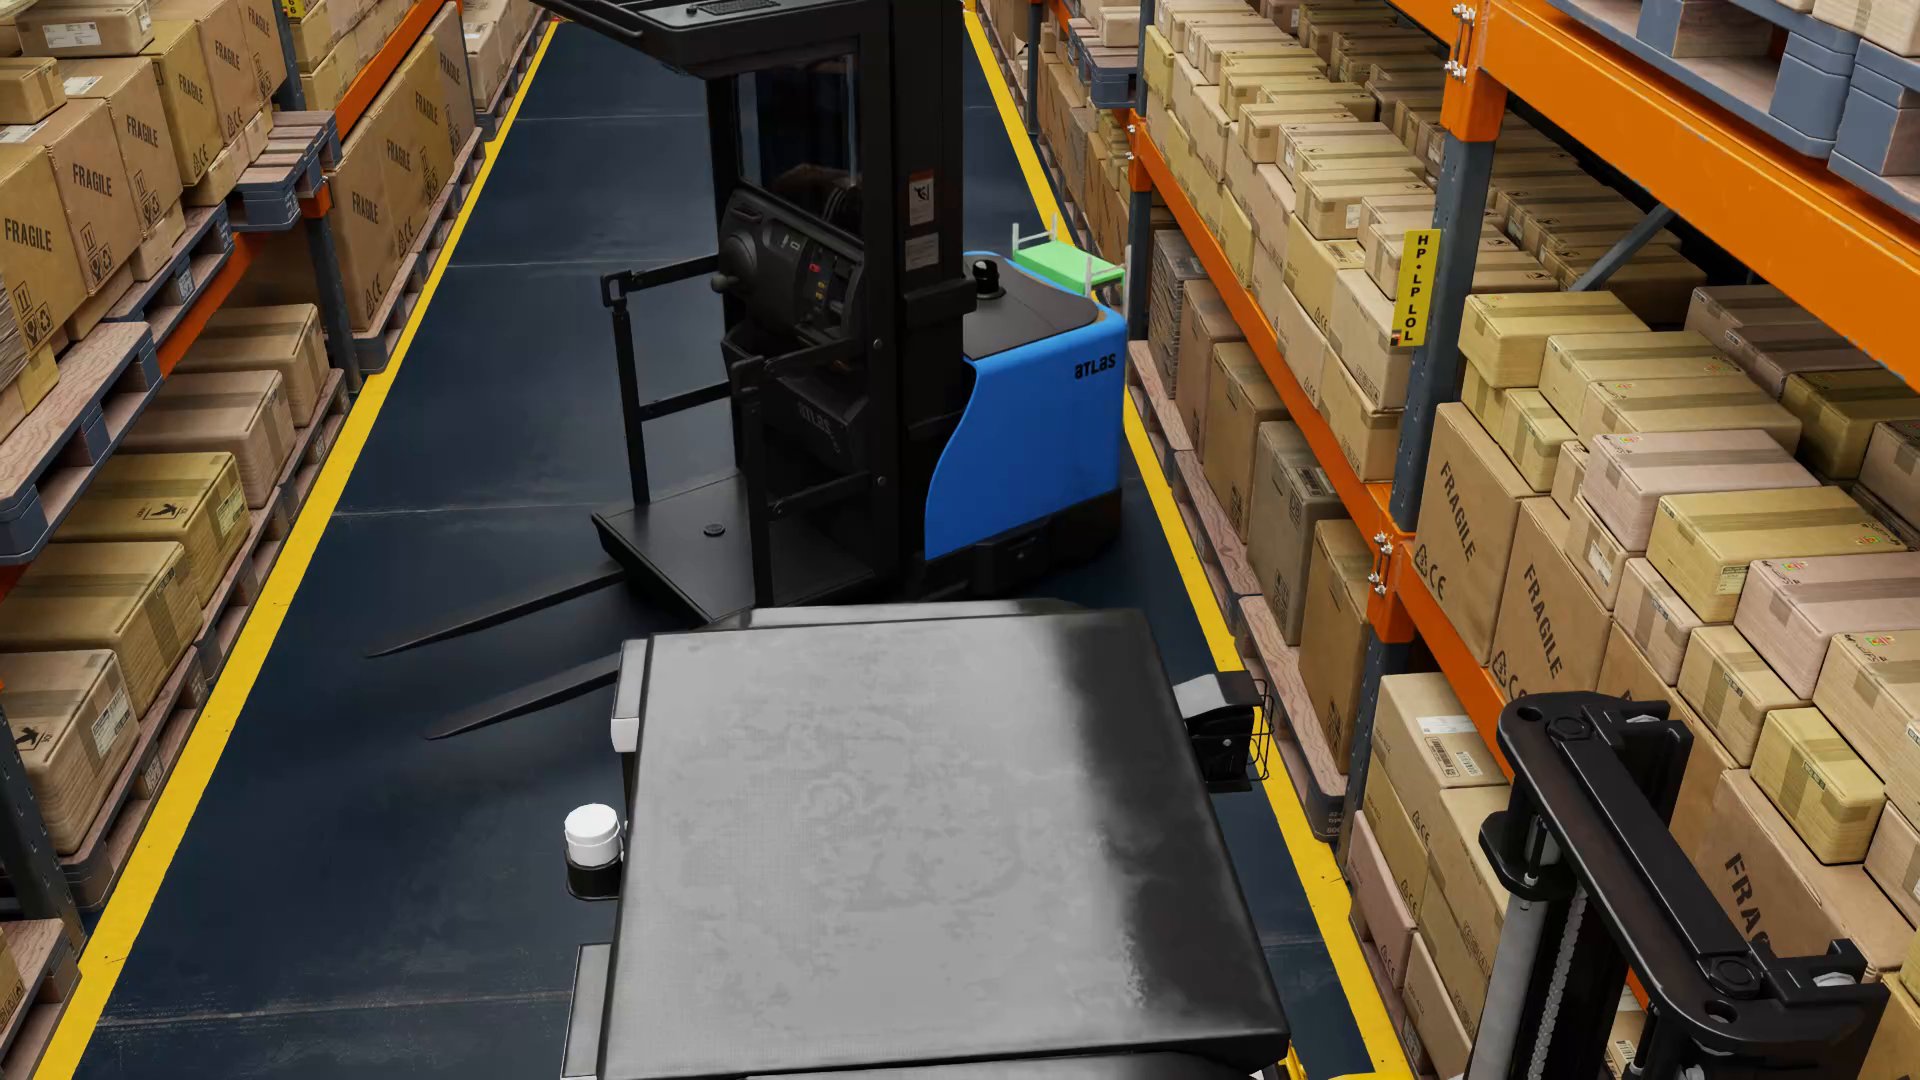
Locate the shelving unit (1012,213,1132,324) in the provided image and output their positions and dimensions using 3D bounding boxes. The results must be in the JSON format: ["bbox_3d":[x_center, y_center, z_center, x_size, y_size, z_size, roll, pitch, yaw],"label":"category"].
[{"bbox_3d":[0.475,-0.788,7.399,0.258,1.200,0.503,-21,37,-31],"label":"shelving unit"}]

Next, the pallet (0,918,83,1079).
[{"bbox_3d":[-3.103,1.549,4.452,1.003,0.211,1.213,-3,31,-5],"label":"pallet"}]

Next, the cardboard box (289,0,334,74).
[{"bbox_3d":[-3.376,-2.453,8.090,0.500,0.250,0.500,-3,31,-5],"label":"cardboard box"}]

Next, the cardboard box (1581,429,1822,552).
[{"bbox_3d":[1.544,-0.106,3.483,0.380,0.149,0.250,-2,31,-3],"label":"cardboard box"}]

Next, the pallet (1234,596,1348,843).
[{"bbox_3d":[1.633,0.593,6.051,1.003,0.211,1.213,-3,31,-5],"label":"pallet"}]

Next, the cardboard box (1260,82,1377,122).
[{"bbox_3d":[1.355,-1.630,6.323,0.380,0.149,0.250,-3,31,-5],"label":"cardboard box"}]

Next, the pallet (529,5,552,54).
[{"bbox_3d":[-4.169,-4.515,14.603,1.003,0.211,1.213,-3,31,-5],"label":"pallet"}]

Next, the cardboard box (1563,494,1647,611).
[{"bbox_3d":[1.536,0.018,3.565,0.380,0.149,0.250,-2,31,-3],"label":"cardboard box"}]

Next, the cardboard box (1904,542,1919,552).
[{"bbox_3d":[2.094,0.124,3.387,0.380,0.149,0.250,-2,31,-3],"label":"cardboard box"}]

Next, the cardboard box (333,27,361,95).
[{"bbox_3d":[-3.435,-2.491,8.641,0.500,0.250,0.500,-4,31,-6],"label":"cardboard box"}]

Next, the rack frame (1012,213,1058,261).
[{"bbox_3d":[0.329,-0.888,7.566,0.240,1.200,0.015,-21,37,-31],"label":"rack frame"}]

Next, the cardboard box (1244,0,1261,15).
[{"bbox_3d":[1.475,-2.765,8.447,0.500,0.500,0.500,-1,31,-2],"label":"cardboard box"}]

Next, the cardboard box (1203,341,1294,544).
[{"bbox_3d":[1.544,-0.437,6.962,0.875,0.625,0.625,-4,31,-7],"label":"cardboard box"}]

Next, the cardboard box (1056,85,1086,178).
[{"bbox_3d":[0.916,-2.637,10.768,0.500,0.500,0.500,-4,31,-6],"label":"cardboard box"}]

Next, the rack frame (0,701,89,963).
[{"bbox_3d":[-3.201,0.010,4.308,1.000,3.000,0.127,-3,31,-5],"label":"rack frame"}]

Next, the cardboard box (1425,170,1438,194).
[{"bbox_3d":[1.875,-1.171,5.944,0.500,0.250,0.500,-3,31,-6],"label":"cardboard box"}]

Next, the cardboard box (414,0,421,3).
[{"bbox_3d":[-3.609,-3.533,10.386,0.500,0.250,0.500,-3,31,-5],"label":"cardboard box"}]

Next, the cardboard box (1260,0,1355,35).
[{"bbox_3d":[1.599,-2.437,7.674,0.380,0.149,0.250,-2,31,-3],"label":"cardboard box"}]

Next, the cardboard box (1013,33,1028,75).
[{"bbox_3d":[0.616,-3.773,12.898,0.396,0.266,0.258,-2,31,-3],"label":"cardboard box"}]

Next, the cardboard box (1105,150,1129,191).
[{"bbox_3d":[1.012,-2.035,9.128,0.380,0.149,0.250,-4,31,-7],"label":"cardboard box"}]

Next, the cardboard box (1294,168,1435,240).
[{"bbox_3d":[1.319,-1.101,5.438,0.380,0.149,0.250,-4,31,-6],"label":"cardboard box"}]

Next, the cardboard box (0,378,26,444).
[{"bbox_3d":[-2.938,-0.360,4.762,0.380,0.149,0.250,-2,31,-4],"label":"cardboard box"}]

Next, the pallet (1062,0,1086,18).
[{"bbox_3d":[1.181,-3.182,9.839,1.003,0.211,1.213,-3,31,-5],"label":"pallet"}]

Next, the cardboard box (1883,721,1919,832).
[{"bbox_3d":[1.722,0.408,2.622,0.380,0.149,0.250,-2,31,-4],"label":"cardboard box"}]

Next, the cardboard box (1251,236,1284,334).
[{"bbox_3d":[1.365,-0.921,6.014,0.500,0.250,0.500,-3,31,-4],"label":"cardboard box"}]

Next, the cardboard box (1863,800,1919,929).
[{"bbox_3d":[1.725,0.542,2.687,0.380,0.149,0.250,-3,31,-5],"label":"cardboard box"}]

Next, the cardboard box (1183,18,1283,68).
[{"bbox_3d":[1.179,-2.150,7.194,0.380,0.149,0.250,-2,31,-3],"label":"cardboard box"}]

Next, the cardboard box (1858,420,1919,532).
[{"bbox_3d":[2.177,-0.141,3.540,0.380,0.149,0.250,-3,31,-6],"label":"cardboard box"}]

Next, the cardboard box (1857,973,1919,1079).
[{"bbox_3d":[1.720,1.004,2.546,0.500,0.500,0.500,-3,31,-6],"label":"cardboard box"}]

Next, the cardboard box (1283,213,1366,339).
[{"bbox_3d":[1.385,-0.881,5.458,0.500,0.250,0.500,-4,31,-6],"label":"cardboard box"}]

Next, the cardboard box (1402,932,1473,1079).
[{"bbox_3d":[1.519,1.292,4.434,0.500,0.250,0.500,-3,31,-6],"label":"cardboard box"}]

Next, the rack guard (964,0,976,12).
[{"bbox_3d":[0.627,-5.244,15.542,1.175,0.500,0.348,-3,31,-5],"label":"rack guard"}]

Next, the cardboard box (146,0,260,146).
[{"bbox_3d":[-3.196,-1.901,6.710,0.500,0.500,0.500,-3,31,-5],"label":"cardboard box"}]

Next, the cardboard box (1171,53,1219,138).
[{"bbox_3d":[1.211,-1.928,7.212,0.500,0.250,0.500,-2,31,-3],"label":"cardboard box"}]

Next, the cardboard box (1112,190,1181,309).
[{"bbox_3d":[1.114,-1.584,9.006,0.500,0.500,0.500,-2,31,-3],"label":"cardboard box"}]

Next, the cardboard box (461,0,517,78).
[{"bbox_3d":[-3.984,-3.937,13.006,0.875,0.438,0.875,-4,31,-6],"label":"cardboard box"}]

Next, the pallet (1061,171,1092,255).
[{"bbox_3d":[1.224,-2.079,10.525,1.003,0.211,1.213,-3,31,-5],"label":"pallet"}]

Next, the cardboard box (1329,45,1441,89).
[{"bbox_3d":[1.738,-1.914,6.800,0.380,0.149,0.250,-3,31,-5],"label":"cardboard box"}]

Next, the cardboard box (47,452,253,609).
[{"bbox_3d":[-3.389,-0.031,6.531,0.950,0.372,0.625,-2,31,-3],"label":"cardboard box"}]

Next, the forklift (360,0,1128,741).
[{"bbox_3d":[-0.798,-0.983,6.037,3.031,2.935,1.130,-21,37,-31],"label":"forklift"}]

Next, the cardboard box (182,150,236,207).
[{"bbox_3d":[-3.089,-1.420,6.537,0.380,0.149,0.250,-2,31,-4],"label":"cardboard box"}]

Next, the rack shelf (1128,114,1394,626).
[{"bbox_3d":[1.554,-0.942,6.603,1.077,0.370,4.000,-3,31,-5],"label":"rack shelf"}]

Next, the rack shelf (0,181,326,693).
[{"bbox_3d":[-3.388,-0.702,6.202,1.077,0.370,4.000,-3,31,-5],"label":"rack shelf"}]

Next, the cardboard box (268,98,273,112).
[{"bbox_3d":[-3.310,-1.948,7.422,0.380,0.149,0.250,-2,31,-3],"label":"cardboard box"}]

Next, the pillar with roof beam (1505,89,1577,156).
[{"bbox_3d":[-1.900,-4.019,5.202,9.100,9.000,0.400,-3,31,-5],"label":"pillar with roof beam"}]

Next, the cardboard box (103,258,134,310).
[{"bbox_3d":[-3.059,-0.888,5.647,0.380,0.149,0.250,-3,31,-4],"label":"cardboard box"}]

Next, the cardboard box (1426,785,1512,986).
[{"bbox_3d":[1.511,0.865,4.174,0.500,0.250,0.500,-3,31,-5],"label":"cardboard box"}]

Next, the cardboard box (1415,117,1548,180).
[{"bbox_3d":[1.855,-1.394,5.929,0.380,0.149,0.250,-3,31,-5],"label":"cardboard box"}]

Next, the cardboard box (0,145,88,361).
[{"bbox_3d":[-3.006,-0.850,4.950,0.500,0.500,0.500,-3,31,-4],"label":"cardboard box"}]

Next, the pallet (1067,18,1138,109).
[{"bbox_3d":[1.234,-2.532,8.751,1.213,0.211,1.003,-3,31,-5],"label":"pallet"}]

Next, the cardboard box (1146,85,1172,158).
[{"bbox_3d":[1.165,-1.969,7.768,0.500,0.250,0.500,-3,31,-4],"label":"cardboard box"}]

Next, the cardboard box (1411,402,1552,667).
[{"bbox_3d":[1.522,-0.033,4.283,0.500,0.500,0.500,-4,31,-6],"label":"cardboard box"}]

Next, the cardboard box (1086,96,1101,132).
[{"bbox_3d":[0.973,-2.576,10.033,0.380,0.149,0.250,-4,31,-7],"label":"cardboard box"}]

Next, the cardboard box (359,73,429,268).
[{"bbox_3d":[-3.635,-2.112,9.524,0.875,0.875,0.875,-2,31,-4],"label":"cardboard box"}]

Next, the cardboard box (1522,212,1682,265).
[{"bbox_3d":[1.949,-0.880,5.068,0.380,0.149,0.250,-4,31,-6],"label":"cardboard box"}]
